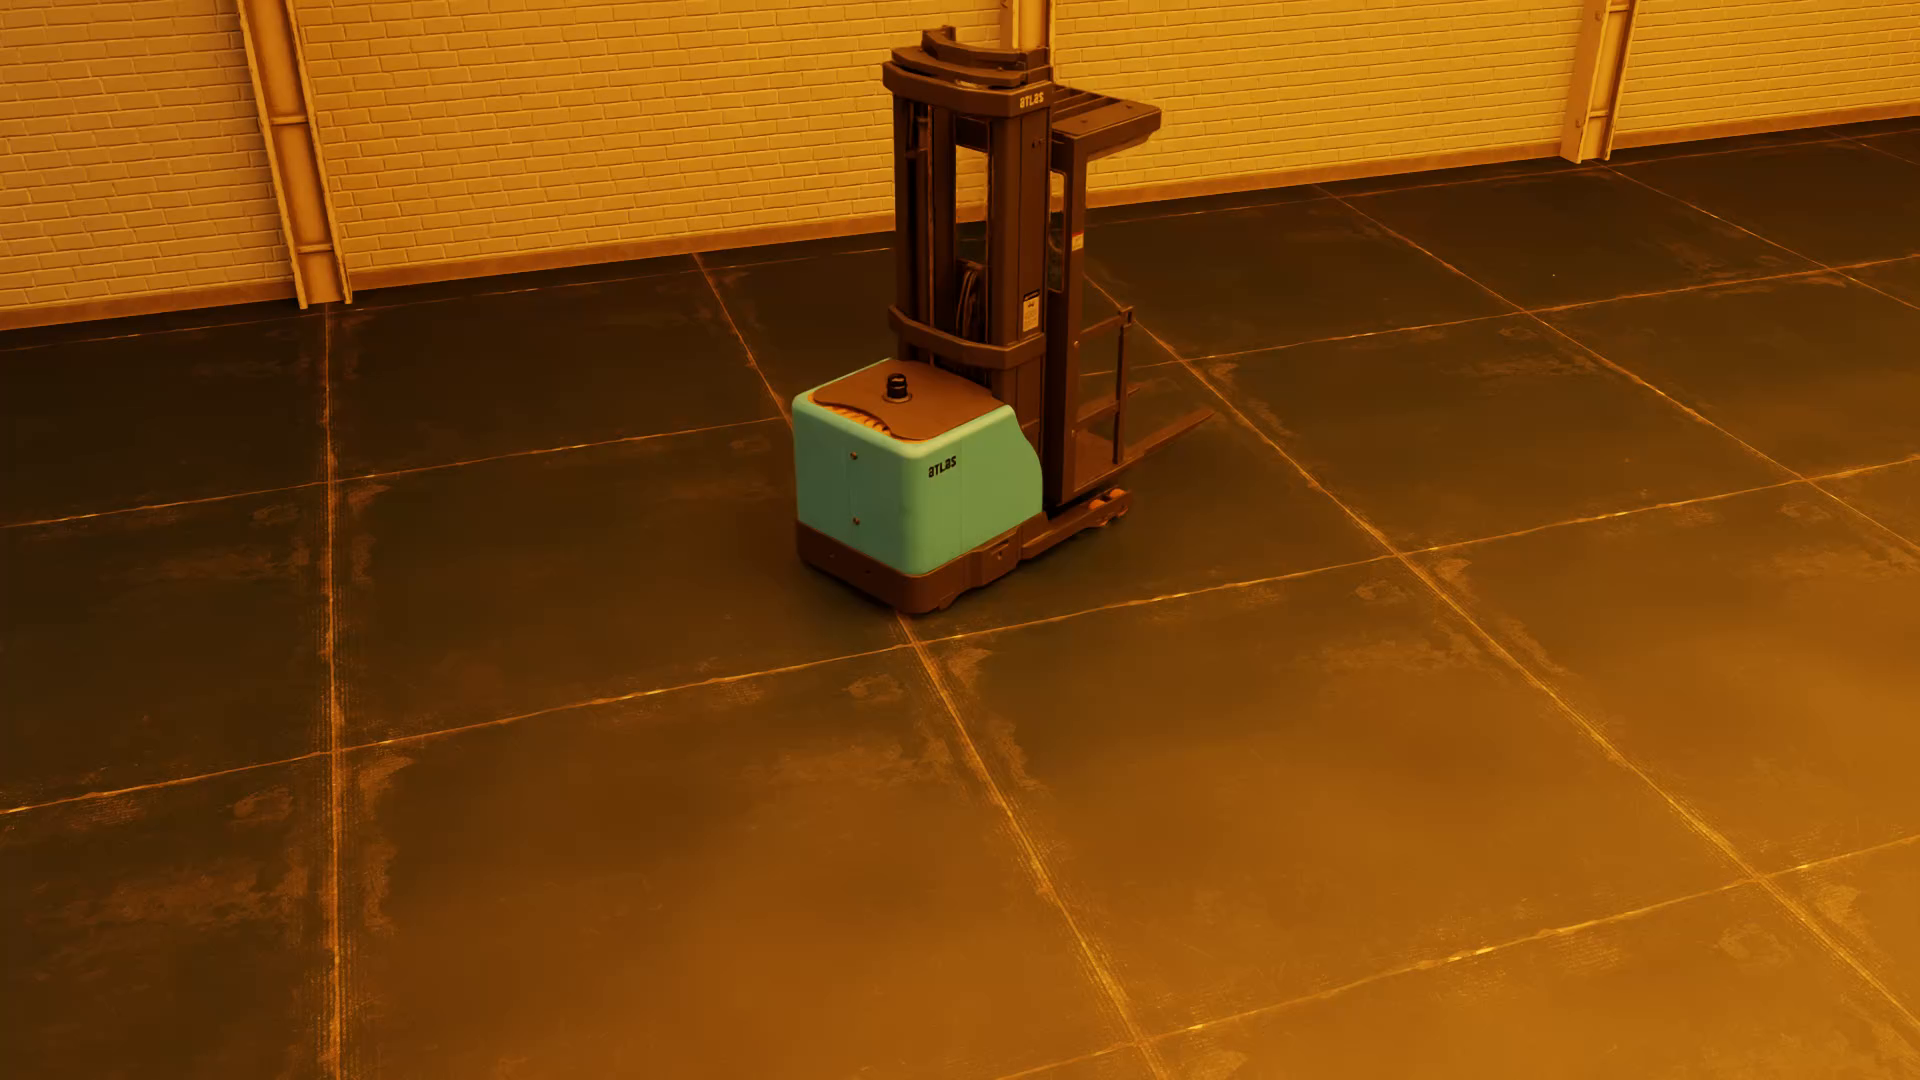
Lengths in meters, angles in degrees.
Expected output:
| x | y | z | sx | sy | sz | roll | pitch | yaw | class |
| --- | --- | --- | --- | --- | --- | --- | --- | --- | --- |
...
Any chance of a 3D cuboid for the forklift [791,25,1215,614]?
| x | y | z | sx | sy | sz | roll | pitch | yaw | class |
| --- | --- | --- | --- | --- | --- | --- | --- | --- | --- |
| 0.419 | -1.505 | 9.703 | 1.130 | 2.935 | 3.031 | 25 | 38 | 37 | forklift |
